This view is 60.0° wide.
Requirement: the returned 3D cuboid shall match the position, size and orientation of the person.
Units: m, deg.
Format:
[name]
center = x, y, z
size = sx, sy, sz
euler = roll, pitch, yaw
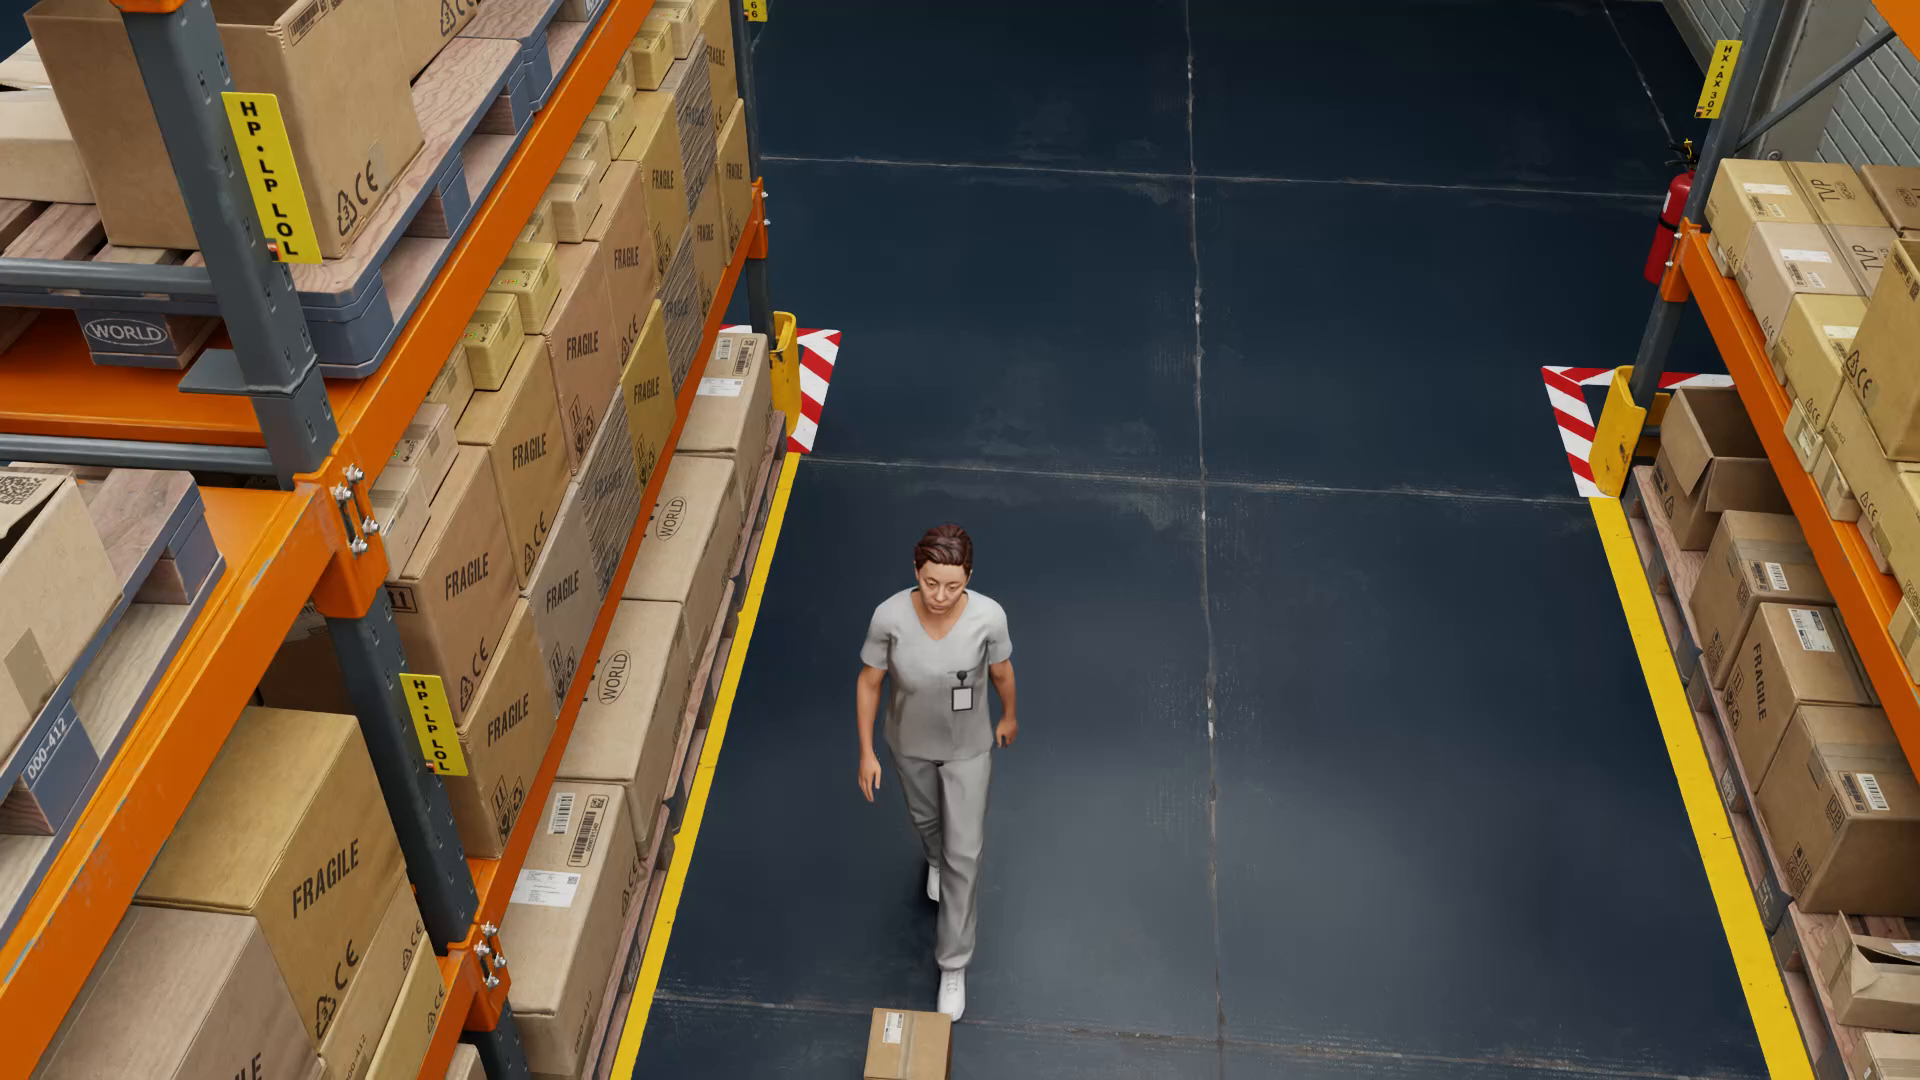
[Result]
[person]
center = -0.096, 0.727, 5.284
size = 0.493, 1.649, 0.798
euler = 6, 41, 7
